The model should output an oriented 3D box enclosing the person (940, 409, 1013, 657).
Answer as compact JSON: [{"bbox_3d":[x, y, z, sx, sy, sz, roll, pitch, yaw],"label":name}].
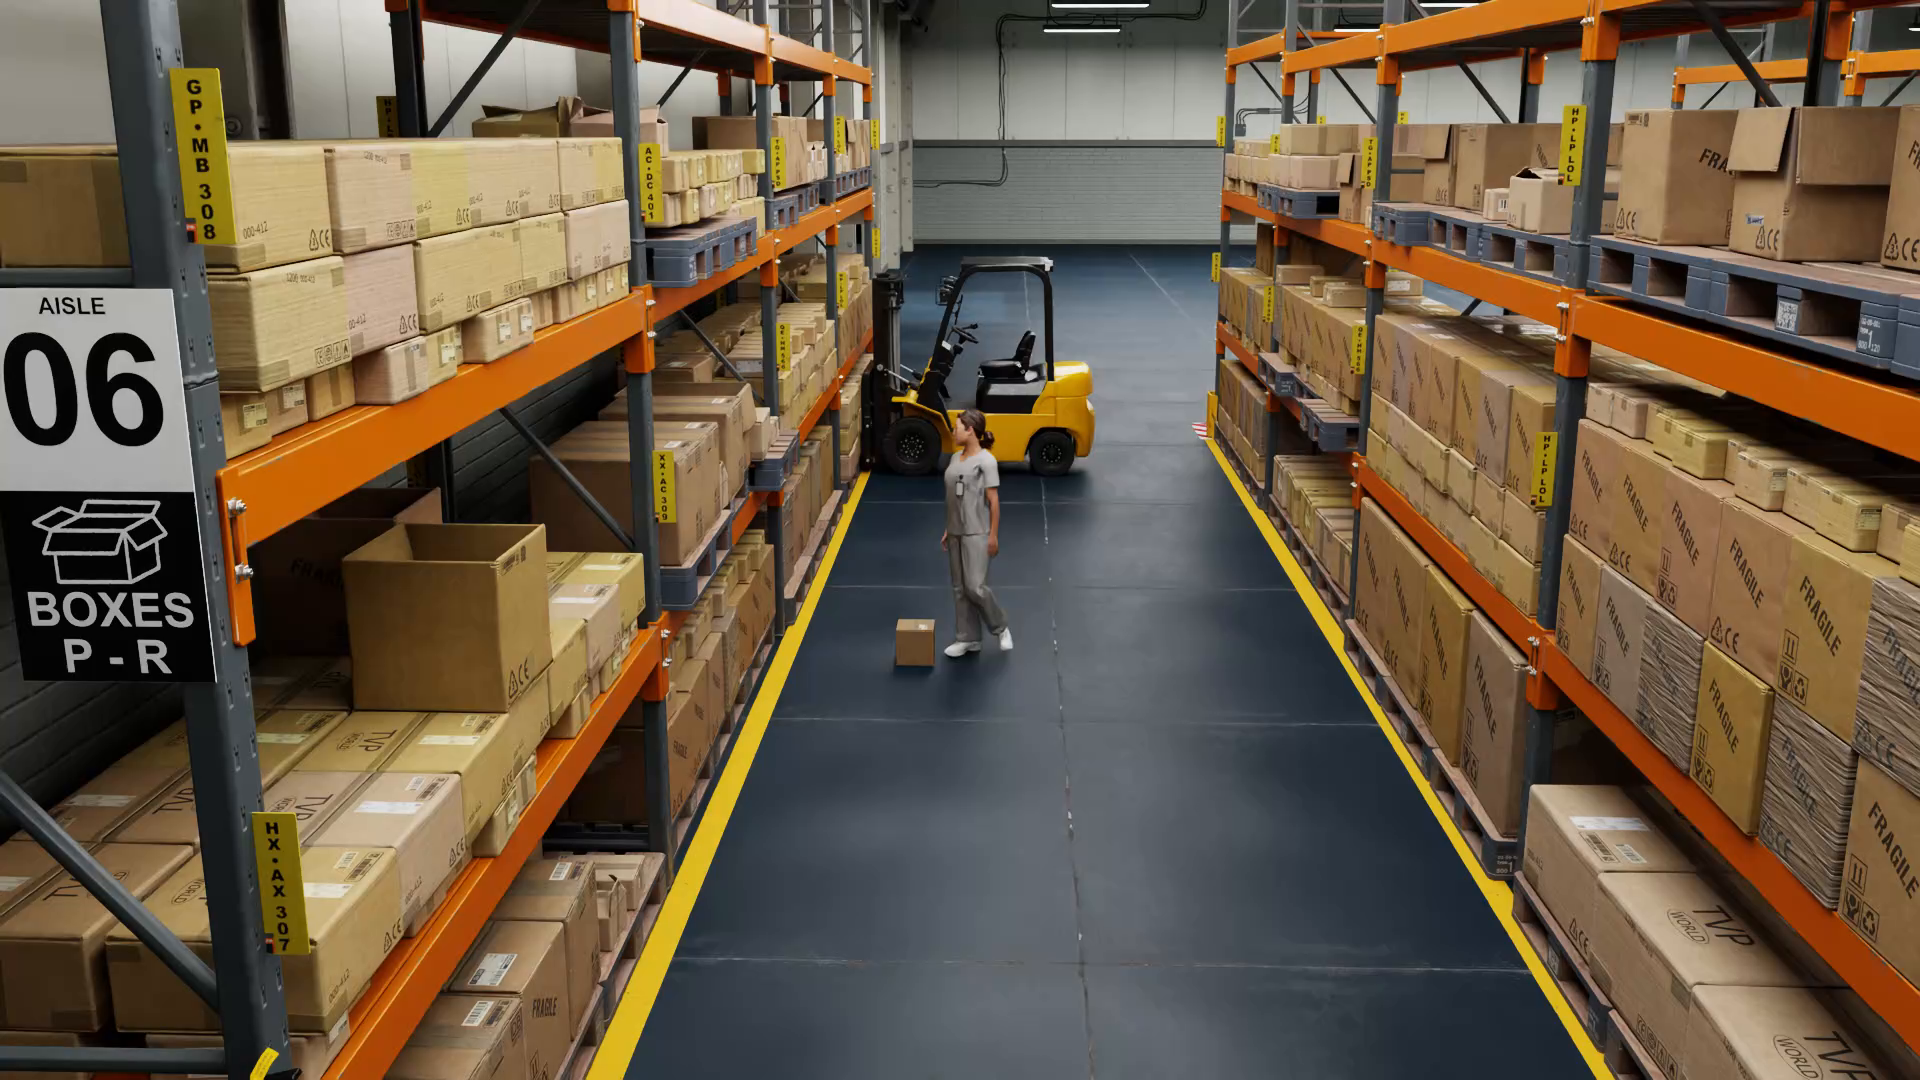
[{"bbox_3d":[0.113,-0.036,11.113,0.445,1.666,0.504,-11,18,-38],"label":"person"}]
